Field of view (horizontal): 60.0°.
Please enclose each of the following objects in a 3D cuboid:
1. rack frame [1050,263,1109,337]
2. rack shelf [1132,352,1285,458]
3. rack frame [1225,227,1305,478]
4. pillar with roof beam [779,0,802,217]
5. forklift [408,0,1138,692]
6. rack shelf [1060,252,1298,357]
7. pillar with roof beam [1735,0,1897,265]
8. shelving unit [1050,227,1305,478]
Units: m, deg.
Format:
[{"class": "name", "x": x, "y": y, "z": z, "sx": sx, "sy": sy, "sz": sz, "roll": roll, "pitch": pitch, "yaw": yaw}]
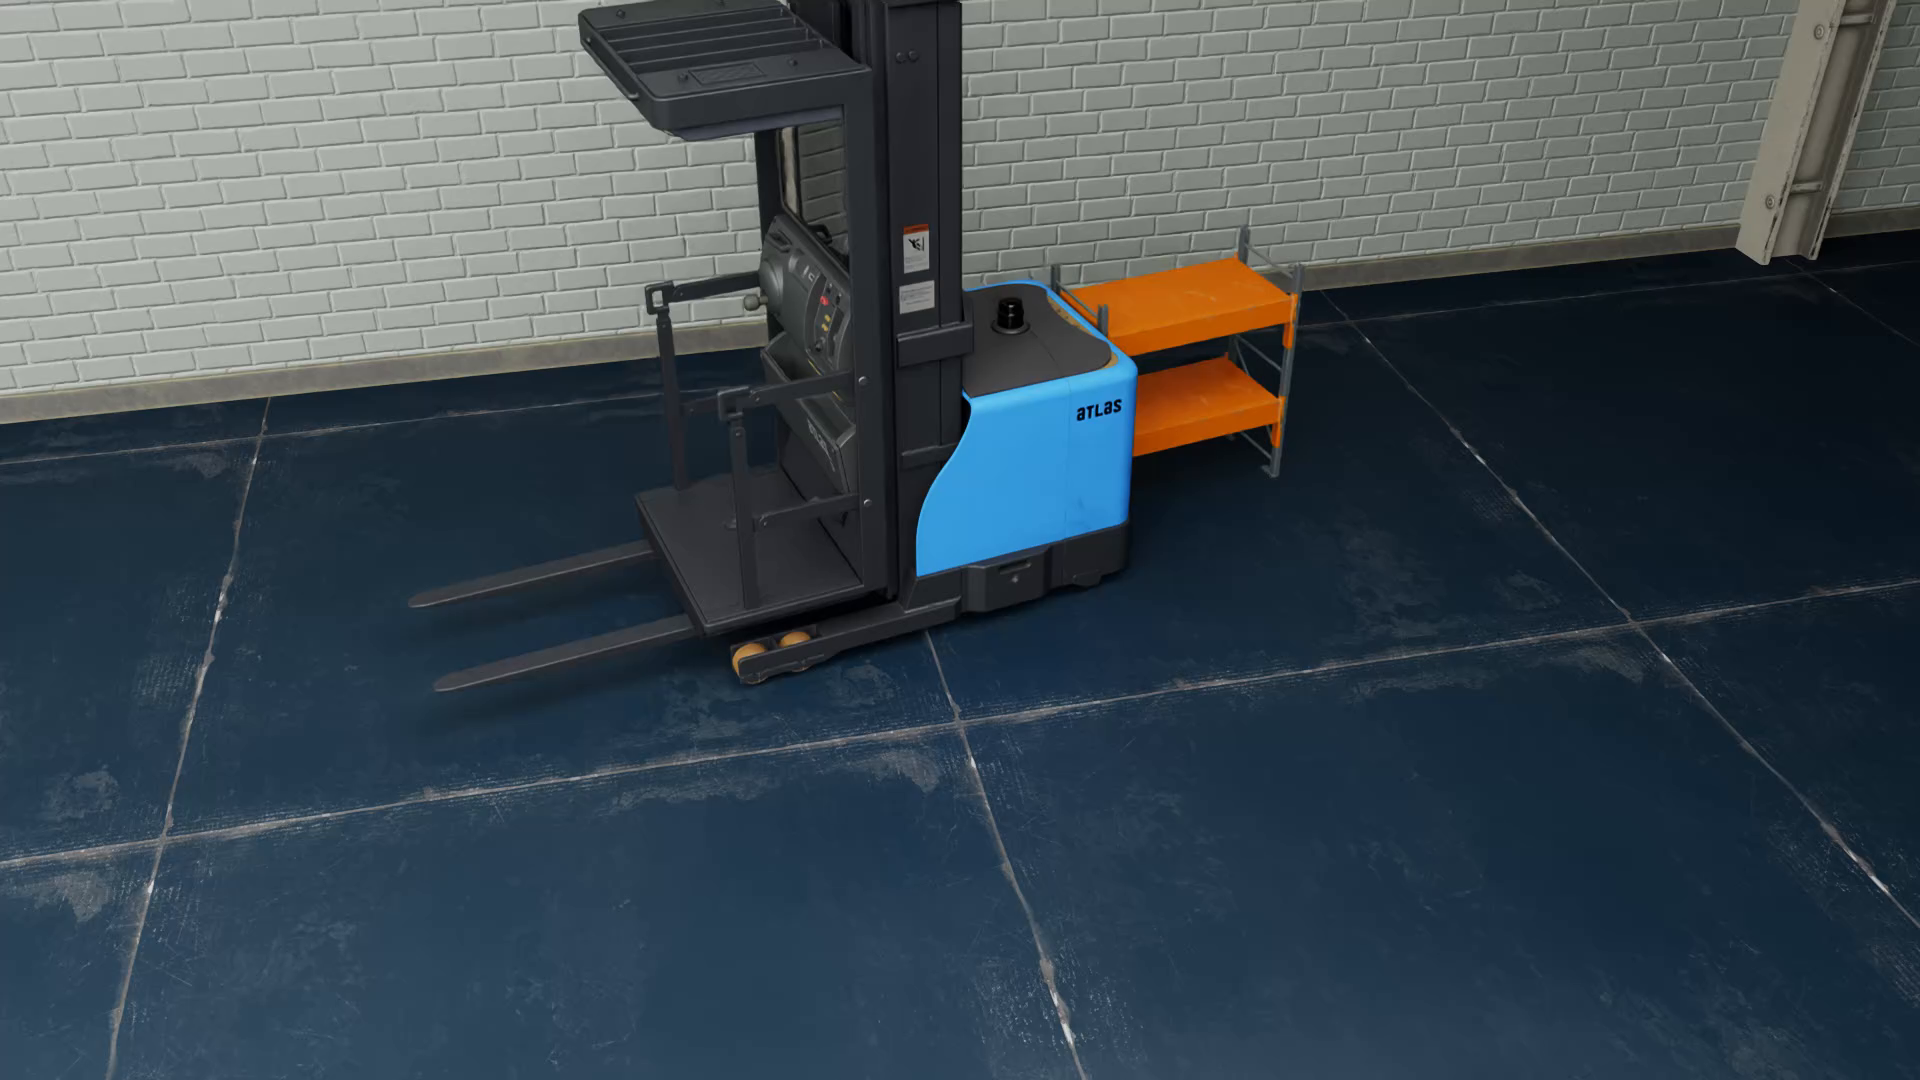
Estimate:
[{"class": "rack frame", "x": 0.533, "y": -0.672, "z": 7.742, "sx": 0.032, "sy": 1.125, "sz": 0.500, "roll": -14, "pitch": 36, "yaw": -20}, {"class": "rack shelf", "x": 0.996, "y": -0.586, "z": 8.052, "sx": 1.000, "sy": 0.278, "sz": 0.538, "roll": -14, "pitch": 36, "yaw": -20}, {"class": "rack frame", "x": 1.459, "y": -0.905, "z": 8.090, "sx": 0.032, "sy": 1.125, "sz": 0.500, "roll": -14, "pitch": 36, "yaw": -20}, {"class": "pillar with roof beam", "x": 0.213, "y": -2.468, "z": 3.352, "sx": 0.400, "sy": 9.000, "sz": 9.100, "roll": -7, "pitch": 35, "yaw": -11}, {"class": "forklift", "x": -0.801, "y": -0.959, "z": 6.549, "sx": 3.031, "sy": 2.935, "sz": 1.130, "roll": -14, "pitch": 36, "yaw": -20}, {"class": "rack shelf", "x": 0.996, "y": -1.032, "z": 7.753, "sx": 1.000, "sy": 0.278, "sz": 0.538, "roll": -14, "pitch": 36, "yaw": -20}, {"class": "pillar with roof beam", "x": 6.065, "y": -3.205, "z": 4.451, "sx": 0.400, "sy": 9.000, "sz": 9.100, "roll": -7, "pitch": 35, "yaw": -11}, {"class": "shelving unit", "x": 0.996, "y": -0.789, "z": 7.916, "sx": 1.048, "sy": 1.125, "sz": 0.538, "roll": -14, "pitch": 36, "yaw": -20}]
